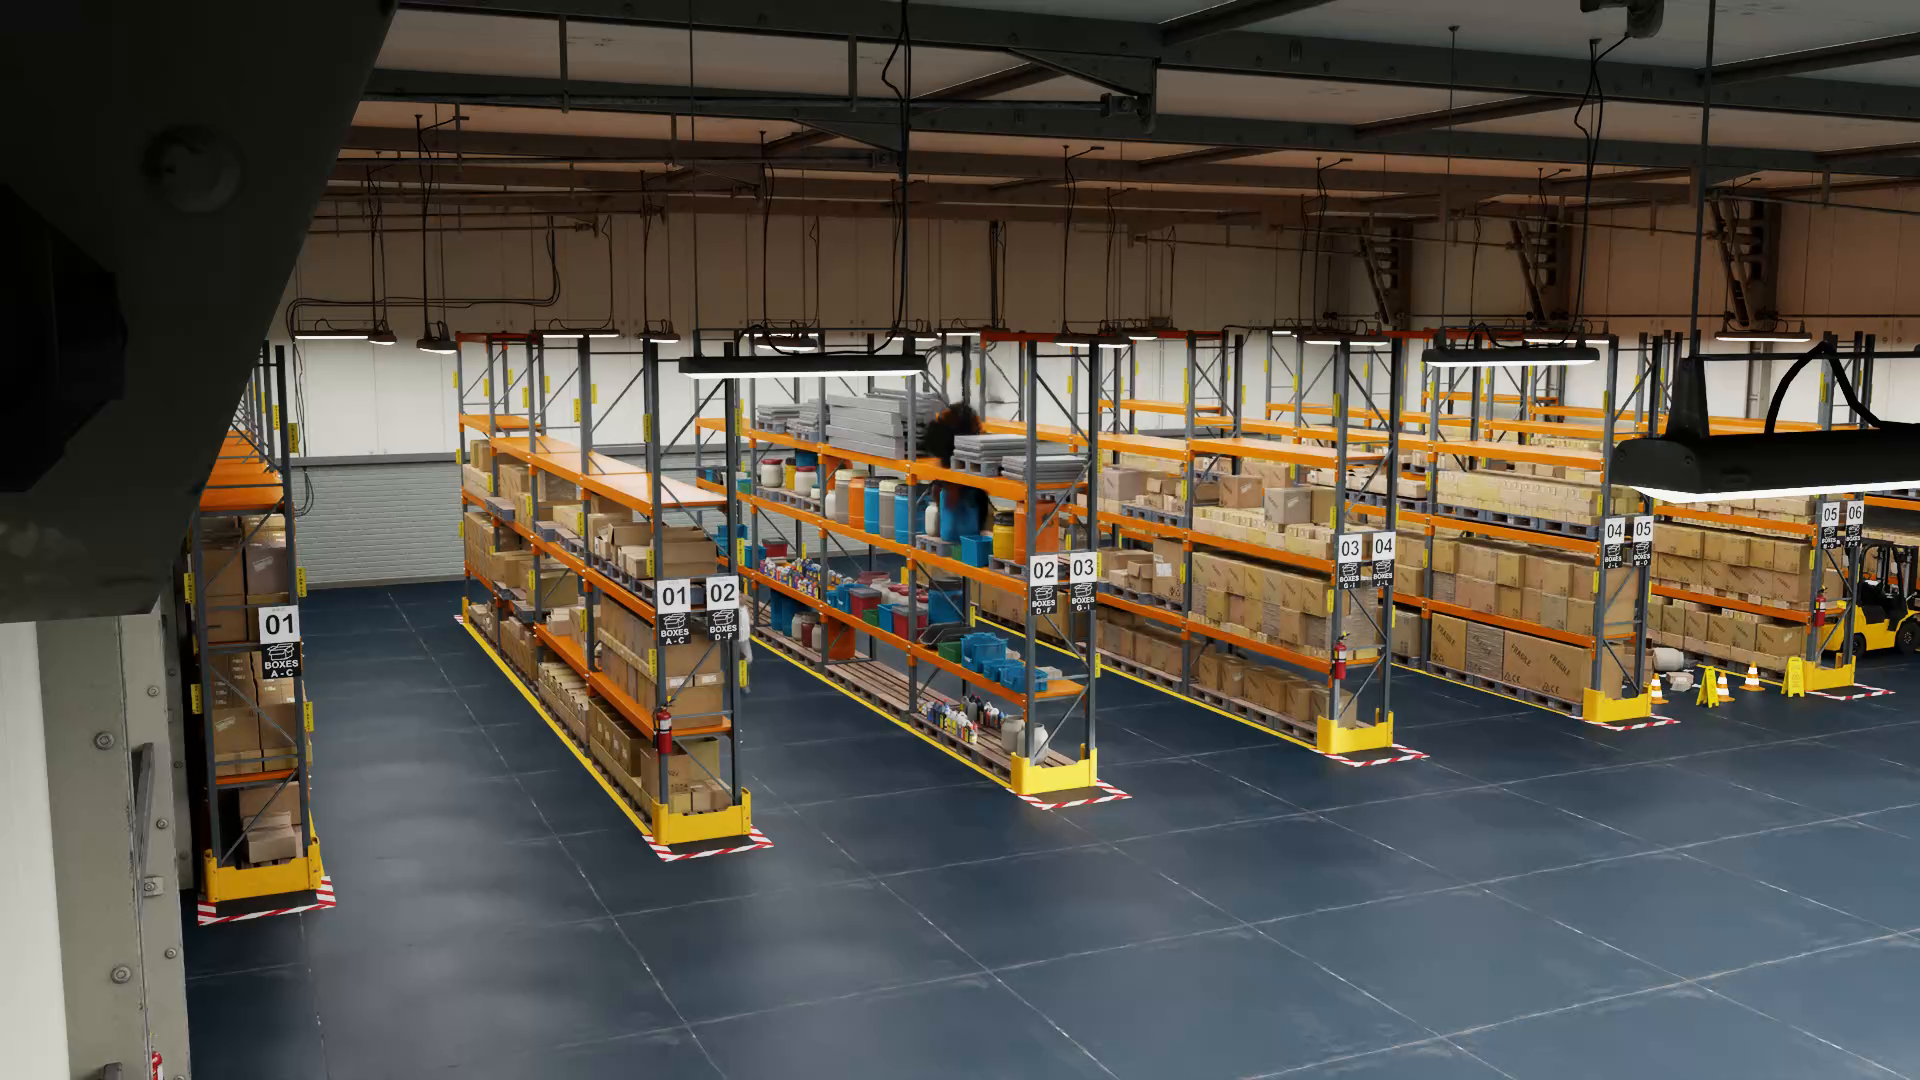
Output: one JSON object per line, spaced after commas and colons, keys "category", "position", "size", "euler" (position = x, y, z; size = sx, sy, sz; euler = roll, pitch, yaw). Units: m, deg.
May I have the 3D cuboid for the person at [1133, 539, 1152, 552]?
{"category": "person", "position": [4.472, -0.253, 42.242], "size": [1.049, 1.798, 0.707], "euler": [-4, 9, -28]}

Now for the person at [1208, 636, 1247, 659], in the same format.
{"category": "person", "position": [5.003, 1.344, 30.799], "size": [0.676, 1.689, 0.971], "euler": [-4, 9, -29]}

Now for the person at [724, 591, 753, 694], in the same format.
{"category": "person", "position": [-3.748, 1.703, 27.971], "size": [0.635, 1.822, 0.756], "euler": [-4, 9, -28]}
